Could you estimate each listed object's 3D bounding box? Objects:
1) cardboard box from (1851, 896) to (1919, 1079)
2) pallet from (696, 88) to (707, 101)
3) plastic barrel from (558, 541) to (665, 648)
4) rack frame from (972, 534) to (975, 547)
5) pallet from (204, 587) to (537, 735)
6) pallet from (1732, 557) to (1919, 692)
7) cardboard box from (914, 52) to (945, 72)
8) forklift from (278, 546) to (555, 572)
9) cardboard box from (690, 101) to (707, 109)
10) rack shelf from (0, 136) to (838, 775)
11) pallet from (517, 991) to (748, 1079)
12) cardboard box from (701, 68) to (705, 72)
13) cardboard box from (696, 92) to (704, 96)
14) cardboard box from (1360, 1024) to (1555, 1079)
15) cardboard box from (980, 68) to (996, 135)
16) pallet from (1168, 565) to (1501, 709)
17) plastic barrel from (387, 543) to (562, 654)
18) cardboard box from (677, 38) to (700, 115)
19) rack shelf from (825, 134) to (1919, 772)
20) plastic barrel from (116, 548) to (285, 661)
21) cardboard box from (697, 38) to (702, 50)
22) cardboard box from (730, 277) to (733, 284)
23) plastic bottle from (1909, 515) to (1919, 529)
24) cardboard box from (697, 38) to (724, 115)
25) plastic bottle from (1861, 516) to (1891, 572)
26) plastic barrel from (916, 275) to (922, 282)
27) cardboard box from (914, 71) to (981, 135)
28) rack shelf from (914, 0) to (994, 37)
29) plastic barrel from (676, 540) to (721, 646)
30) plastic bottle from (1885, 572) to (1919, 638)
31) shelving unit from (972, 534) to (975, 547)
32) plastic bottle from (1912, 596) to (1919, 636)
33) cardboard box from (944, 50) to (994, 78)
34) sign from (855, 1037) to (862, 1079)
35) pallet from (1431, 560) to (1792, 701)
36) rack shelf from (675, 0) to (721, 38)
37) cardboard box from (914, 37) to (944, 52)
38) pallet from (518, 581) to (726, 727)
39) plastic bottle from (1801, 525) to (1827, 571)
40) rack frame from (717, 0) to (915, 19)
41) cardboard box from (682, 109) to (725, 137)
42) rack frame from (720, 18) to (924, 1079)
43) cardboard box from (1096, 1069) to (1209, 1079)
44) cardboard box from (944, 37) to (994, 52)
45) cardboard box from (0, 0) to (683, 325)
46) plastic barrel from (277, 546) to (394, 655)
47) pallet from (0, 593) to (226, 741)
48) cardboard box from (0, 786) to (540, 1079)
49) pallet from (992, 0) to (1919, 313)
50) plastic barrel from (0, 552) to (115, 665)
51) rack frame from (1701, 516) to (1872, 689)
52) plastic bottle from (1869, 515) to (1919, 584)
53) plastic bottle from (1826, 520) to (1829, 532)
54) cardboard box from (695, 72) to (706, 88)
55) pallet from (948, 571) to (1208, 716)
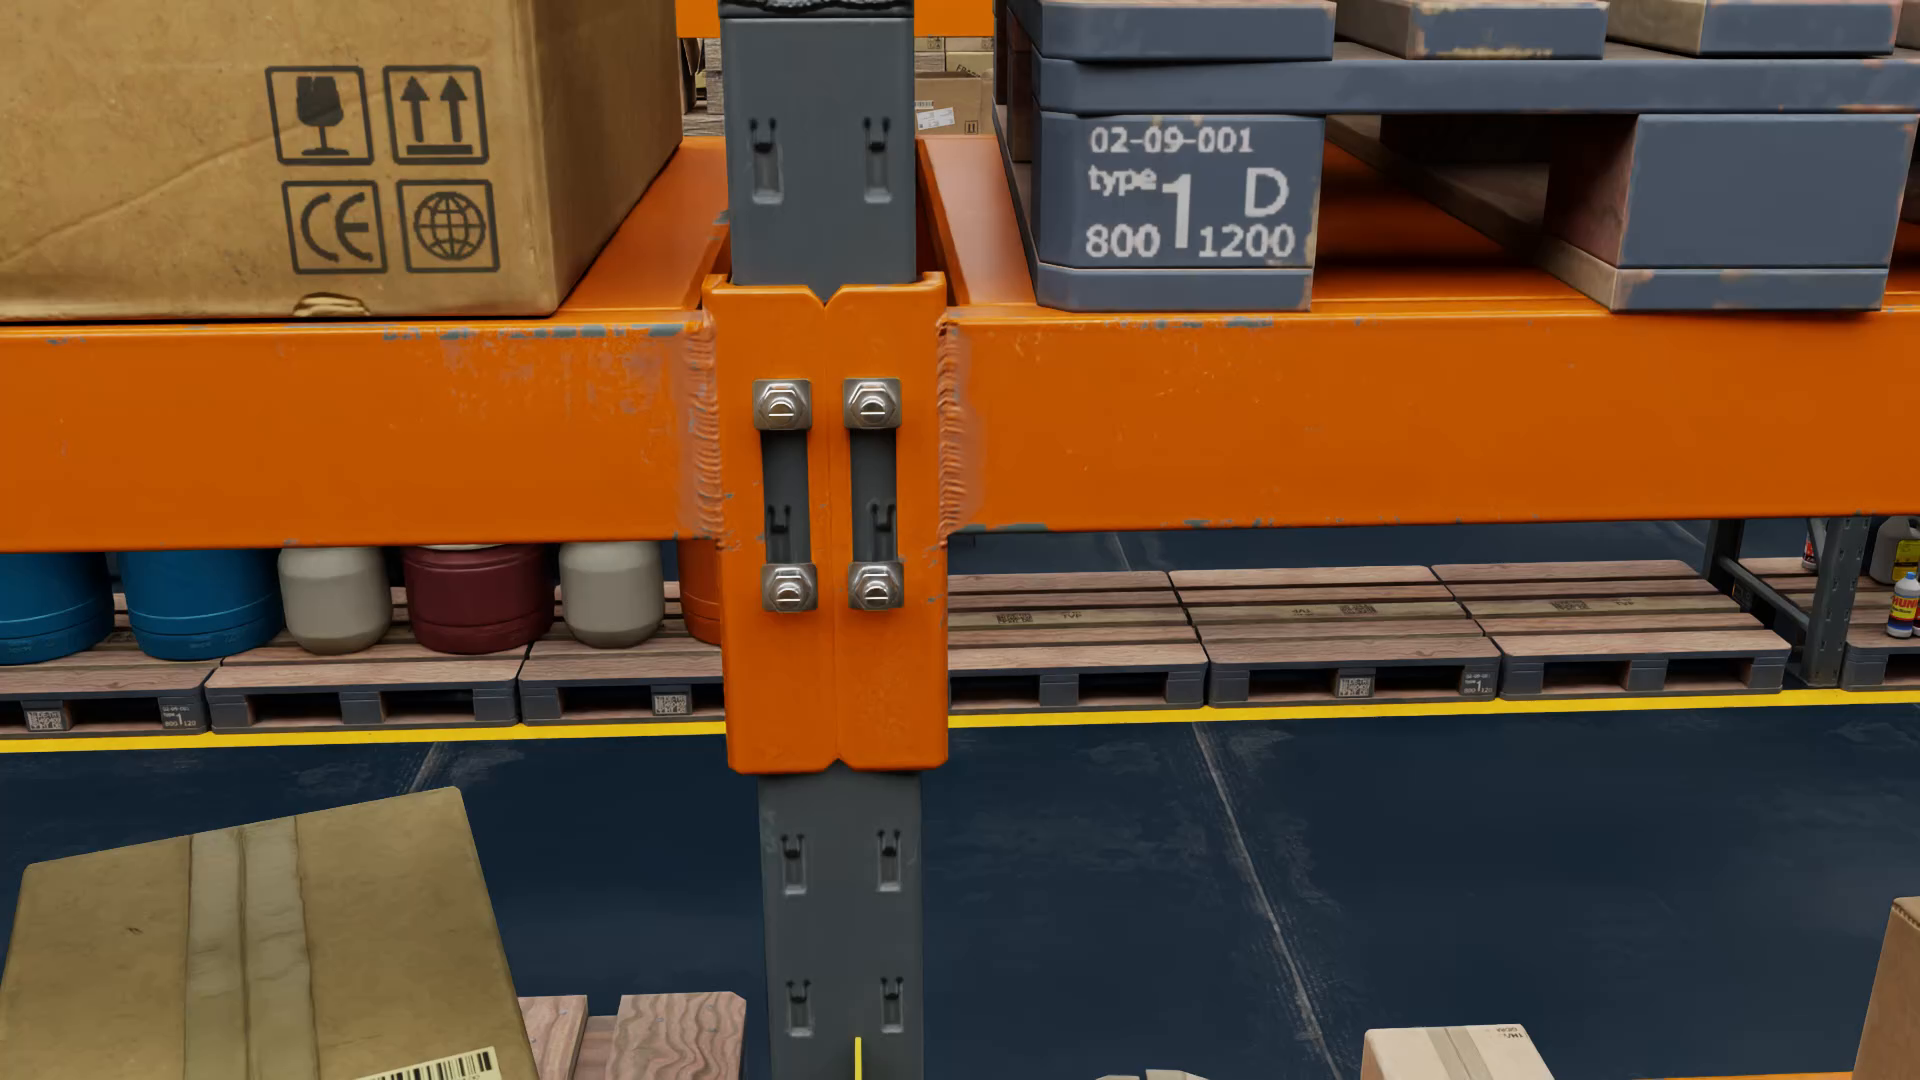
[{"bbox_3d":[1.553,0.800,2.165,0.500,0.500,0.500,-2,21,-6],"label":"cardboard box"},{"bbox_3d":[-2.839,-4.252,15.844,1.213,0.211,1.003,-1,21,-3],"label":"pallet"},{"bbox_3d":[-1.447,0.152,6.912,0.421,0.512,0.421,0,21,0],"label":"plastic barrel"},{"bbox_3d":[0.068,-0.492,8.438,0.008,1.050,0.200,-1,21,-3],"label":"rack frame"},{"bbox_3d":[-2.400,0.484,7.052,1.213,0.211,1.003,-1,21,-3],"label":"pallet"},{"bbox_3d":[4.266,0.350,7.406,1.213,0.211,1.003,-1,21,-3],"label":"pallet"},{"bbox_3d":[-0.402,-4.357,15.708,0.500,0.500,0.500,-1,21,-2],"label":"cardboard box"},{"bbox_3d":[-3.331,-1.329,7.994,3.031,2.935,1.130,-2,21,-5],"label":"forklift"},{"bbox_3d":[-1.699,-2.755,11.501,0.500,0.500,0.500,-2,21,-5],"label":"cardboard box"},{"bbox_3d":[-2.118,-0.139,1.565,4.000,0.370,1.077,-1,21,-3],"label":"rack shelf"},{"bbox_3d":[-0.794,1.015,2.010,1.003,0.211,1.213,-1,21,-3],"label":"pallet"},{"bbox_3d":[-2.360,-4.422,15.363,0.250,0.149,0.380,-1,21,-3],"label":"cardboard box"},{"bbox_3d":[-2.834,-5.355,20.867,0.875,0.875,0.875,-1,21,-2],"label":"cardboard box"},{"bbox_3d":[0.761,0.887,2.428,0.250,0.149,0.380,-1,21,-3],"label":"cardboard box"},{"bbox_3d":[0.405,-2.948,11.417,0.500,0.500,0.700,2,21,5],"label":"cardboard box"},{"bbox_3d":[1.590,0.404,7.263,1.213,0.211,1.003,-1,21,-3],"label":"pallet"},{"bbox_3d":[-2.015,0.096,6.952,0.708,0.588,0.600,-1,21,-3],"label":"plastic barrel"},{"bbox_3d":[-2.065,-3.127,11.068,0.637,0.503,0.797,-1,21,-2],"label":"cardboard box"},{"bbox_3d":[1.875,-0.220,1.779,4.000,0.370,1.077,-1,21,-3],"label":"rack shelf"},{"bbox_3d":[-3.143,-0.027,6.836,0.708,0.901,0.600,-1,21,-3],"label":"plastic barrel"},{"bbox_3d":[-2.348,-4.562,15.314,0.250,0.149,0.380,-1,21,-3],"label":"cardboard box"},{"bbox_3d":[-1.373,-1.830,11.607,0.875,0.875,1.225,-2,21,-6],"label":"cardboard box"},{"bbox_3d":[4.411,-0.042,7.619,0.185,0.351,0.144,-2,21,-6],"label":"plastic bottle"},{"bbox_3d":[-1.414,-3.139,11.101,0.637,0.503,0.797,0,21,-1],"label":"cardboard box"},{"bbox_3d":[4.220,-0.038,7.609,0.185,0.351,0.144,-2,21,-4],"label":"plastic bottle"},{"bbox_3d":[0.046,-1.054,6.983,0.708,0.536,0.600,-1,21,-3],"label":"plastic barrel"},{"bbox_3d":[-0.146,-2.901,11.294,0.500,0.500,0.500,-4,21,-10],"label":"cardboard box"},{"bbox_3d":[1.596,-1.980,6.400,4.000,0.370,1.077,-1,21,-3],"label":"rack shelf"},{"bbox_3d":[-0.888,-0.039,6.969,0.708,0.830,0.600,-1,21,-3],"label":"plastic barrel"},{"bbox_3d":[3.936,0.264,6.928,0.097,0.271,0.097,0,21,0],"label":"plastic bottle"},{"bbox_3d":[-0.053,-0.490,8.431,0.252,1.050,0.215,-1,21,-3],"label":"shelving unit"},{"bbox_3d":[4.038,0.295,6.946,0.097,0.201,0.097,0,21,0],"label":"plastic bottle"},{"bbox_3d":[0.106,-4.368,15.738,0.500,0.500,0.500,-1,21,-4],"label":"cardboard box"},{"bbox_3d":[-0.081,0.575,1.380,0.005,0.325,0.100,-1,21,-3],"label":"sign"},{"bbox_3d":[2.811,0.378,7.331,1.213,0.211,1.003,-1,21,-3],"label":"pallet"},{"bbox_3d":[-2.397,-1.898,6.187,4.000,0.370,1.077,-1,21,-3],"label":"rack shelf"},{"bbox_3d":[-0.417,-4.916,15.773,0.500,0.500,0.700,-1,21,-3],"label":"cardboard box"},{"bbox_3d":[-1.185,0.461,7.115,1.213,0.211,1.003,-1,21,-3],"label":"pallet"},{"bbox_3d":[3.937,0.029,7.643,0.097,0.201,0.097,0,21,0],"label":"plastic bottle"},{"bbox_3d":[-0.121,-1.917,1.010,0.127,3.000,1.000,-1,21,-3],"label":"rack frame"},{"bbox_3d":[-1.660,-2.574,11.024,0.500,0.500,0.500,-1,21,-4],"label":"cardboard box"},{"bbox_3d":[-0.121,0.886,2.078,0.127,3.000,1.000,-1,21,-3],"label":"rack frame"},{"bbox_3d":[0.244,0.936,2.072,0.500,0.311,0.500,0,21,0],"label":"cardboard box"},{"bbox_3d":[0.088,-4.927,15.801,0.500,0.500,0.700,-1,21,-4],"label":"cardboard box"},{"bbox_3d":[-0.555,-0.542,1.471,0.500,0.500,0.910,-1,21,-3],"label":"cardboard box"},{"bbox_3d":[-2.574,0.175,6.852,0.421,0.512,0.421,0,21,0],"label":"plastic barrel"},{"bbox_3d":[-3.621,0.510,6.984,1.213,0.211,1.003,-1,21,-3],"label":"pallet"},{"bbox_3d":[-0.744,0.696,1.846,0.500,0.500,0.700,-8,22,-21],"label":"cardboard box"},{"bbox_3d":[0.551,-0.473,1.697,1.003,0.211,1.213,0,21,-1],"label":"pallet"},{"bbox_3d":[-3.850,-0.013,6.798,0.708,0.901,0.600,-1,21,-3],"label":"plastic barrel"},{"bbox_3d":[3.593,-0.955,6.913,0.127,3.000,1.000,-1,21,-3],"label":"rack frame"},{"bbox_3d":[4.228,0.013,7.475,0.185,0.351,0.144,-1,21,-3],"label":"plastic bottle"},{"bbox_3d":[4.054,-0.018,7.651,0.133,0.283,0.061,0,21,0],"label":"plastic bottle"},{"bbox_3d":[-2.354,-4.283,15.417,0.250,0.149,0.380,-2,21,-5],"label":"cardboard box"},{"bbox_3d":[0.375,0.428,7.201,1.213,0.211,1.003,-1,21,-3],"label":"pallet"}]
